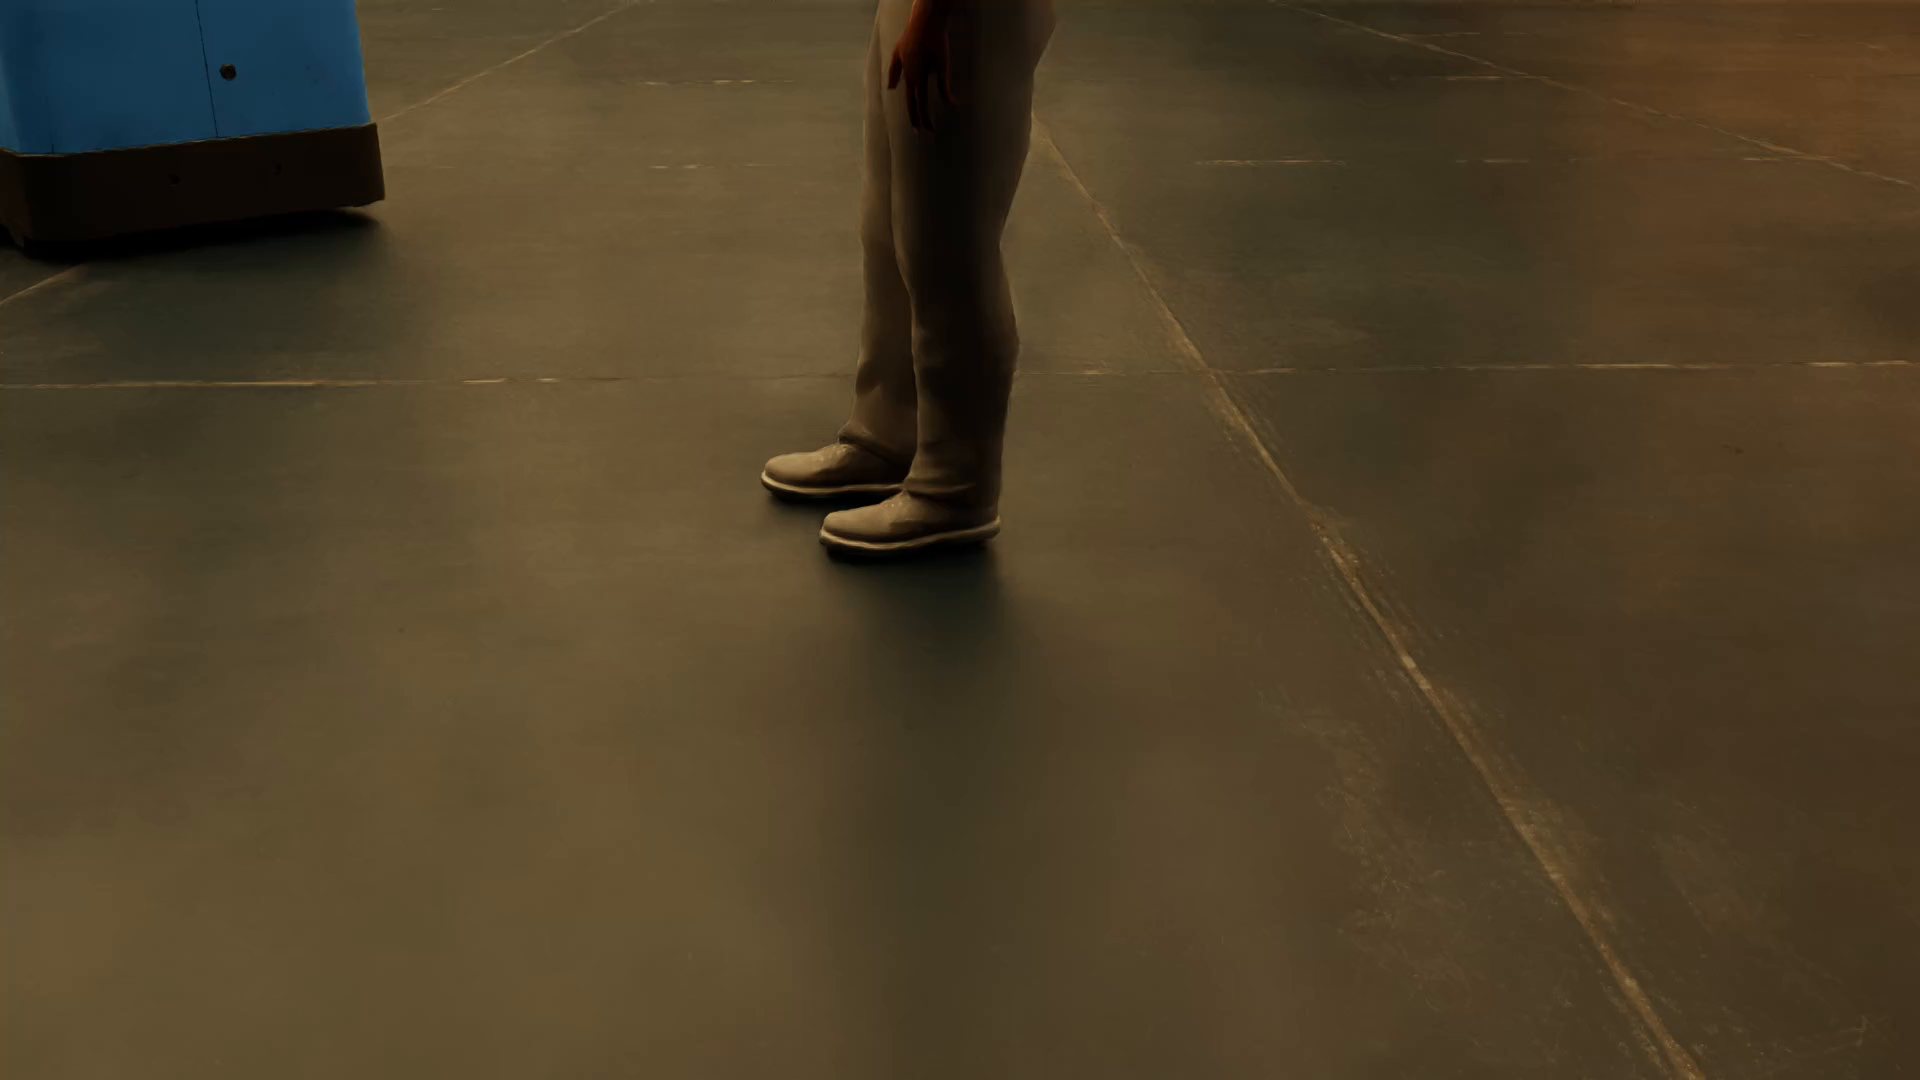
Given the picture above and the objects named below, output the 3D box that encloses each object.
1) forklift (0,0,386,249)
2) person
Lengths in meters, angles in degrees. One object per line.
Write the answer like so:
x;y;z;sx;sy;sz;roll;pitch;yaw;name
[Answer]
-3.225;-2.652;5.482;1.130;2.935;3.031;-19;29;-40;forklift
-0.076;-0.801;2.440;0.529;1.693;0.570;-1;21;-3;person
